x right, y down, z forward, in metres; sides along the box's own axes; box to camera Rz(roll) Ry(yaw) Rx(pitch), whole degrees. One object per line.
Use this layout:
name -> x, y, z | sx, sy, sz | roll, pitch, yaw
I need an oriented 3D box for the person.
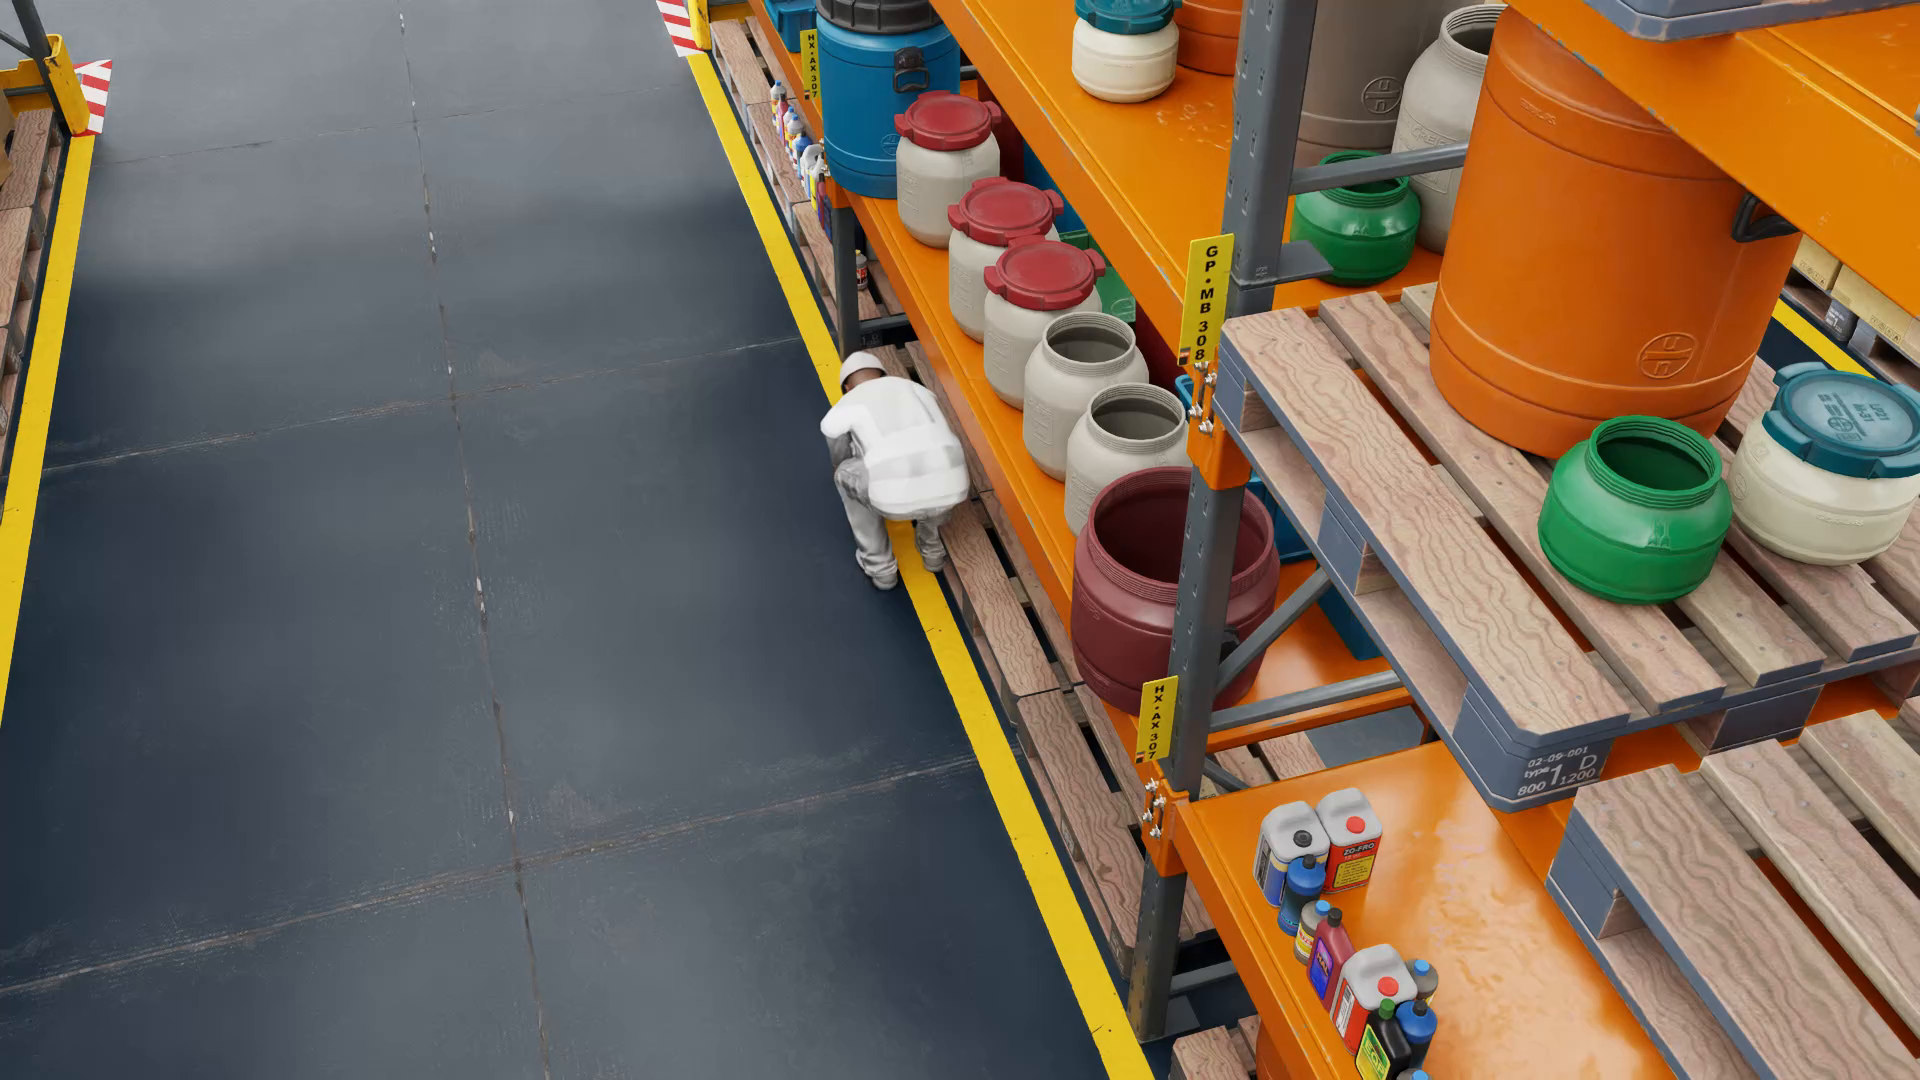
person -> -0.301, -0.291, 7.210 | 0.538, 0.839, 0.991 | -13, 43, -14
